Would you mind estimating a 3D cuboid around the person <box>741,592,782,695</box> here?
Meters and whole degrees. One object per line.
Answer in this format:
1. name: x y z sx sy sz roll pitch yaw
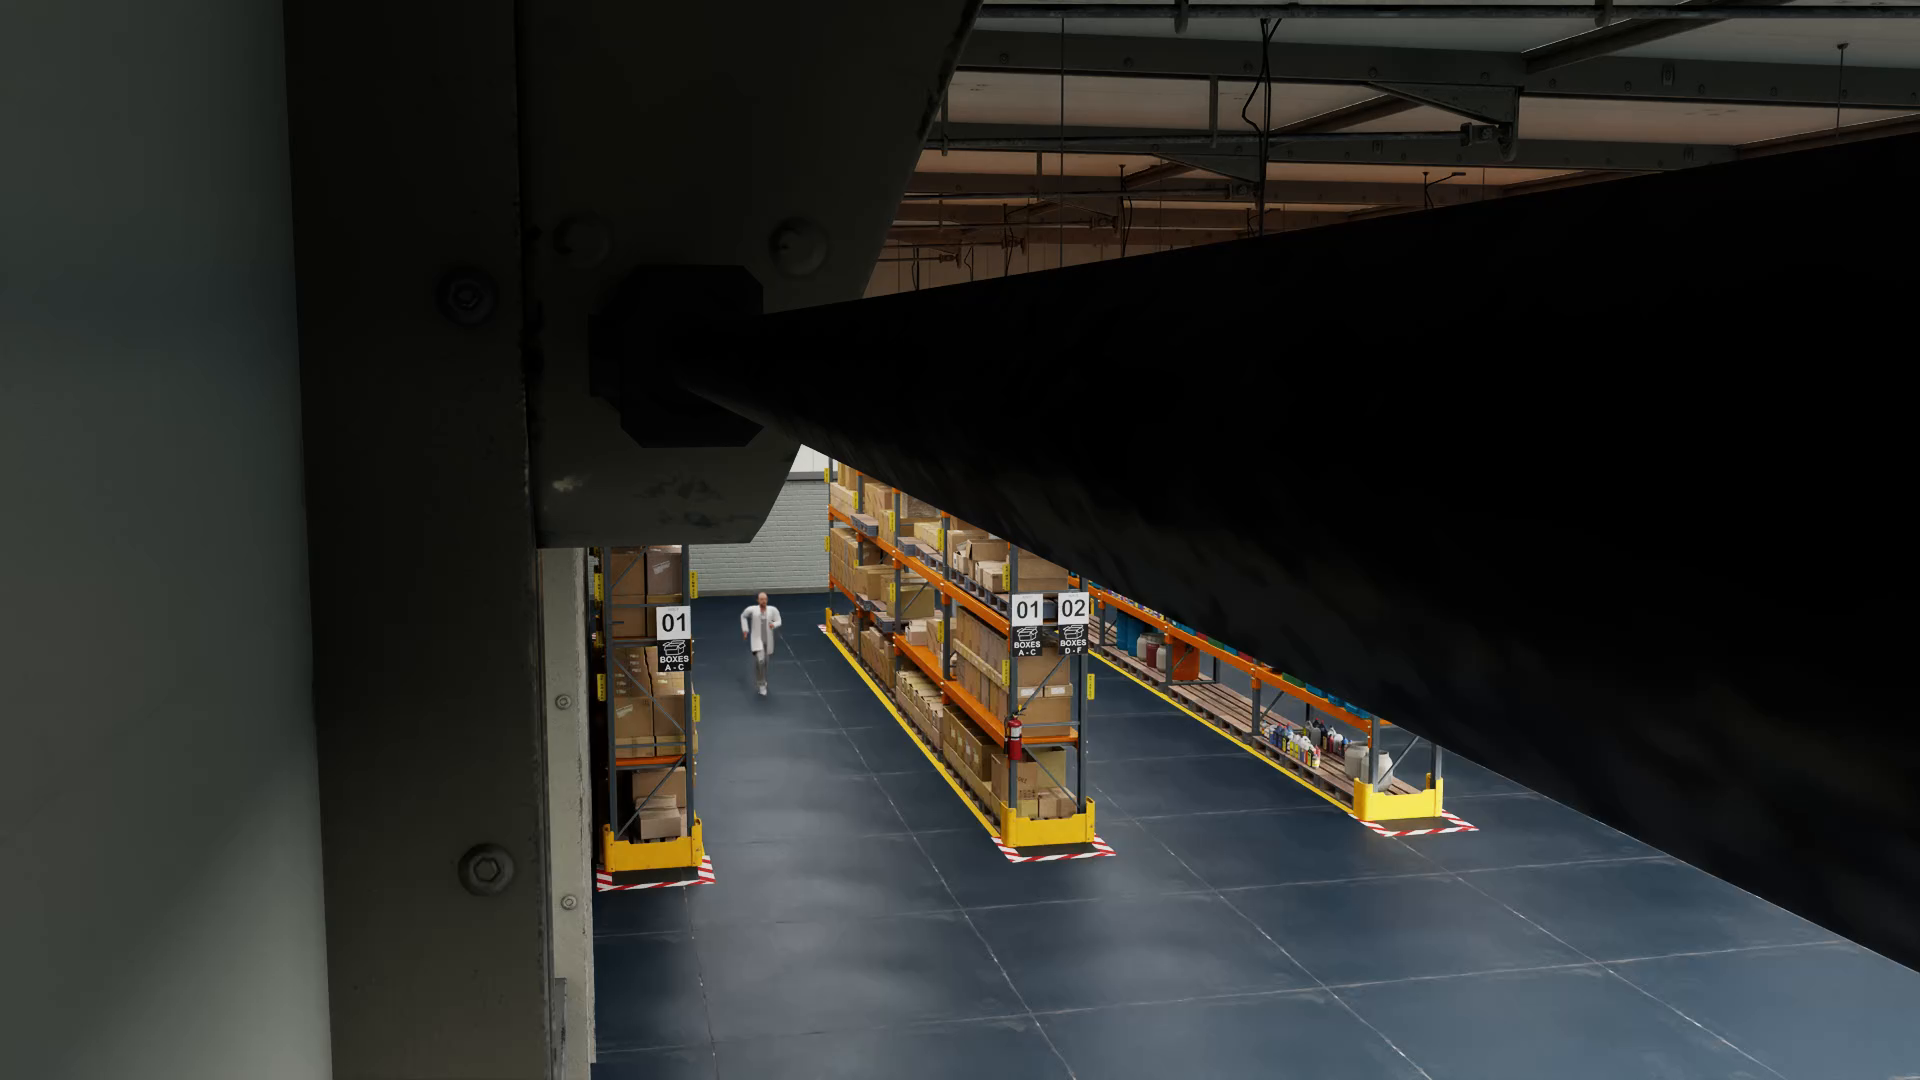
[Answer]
1. person: -3.591 1.863 30.223 0.666 1.847 0.937 -3 7 -23
